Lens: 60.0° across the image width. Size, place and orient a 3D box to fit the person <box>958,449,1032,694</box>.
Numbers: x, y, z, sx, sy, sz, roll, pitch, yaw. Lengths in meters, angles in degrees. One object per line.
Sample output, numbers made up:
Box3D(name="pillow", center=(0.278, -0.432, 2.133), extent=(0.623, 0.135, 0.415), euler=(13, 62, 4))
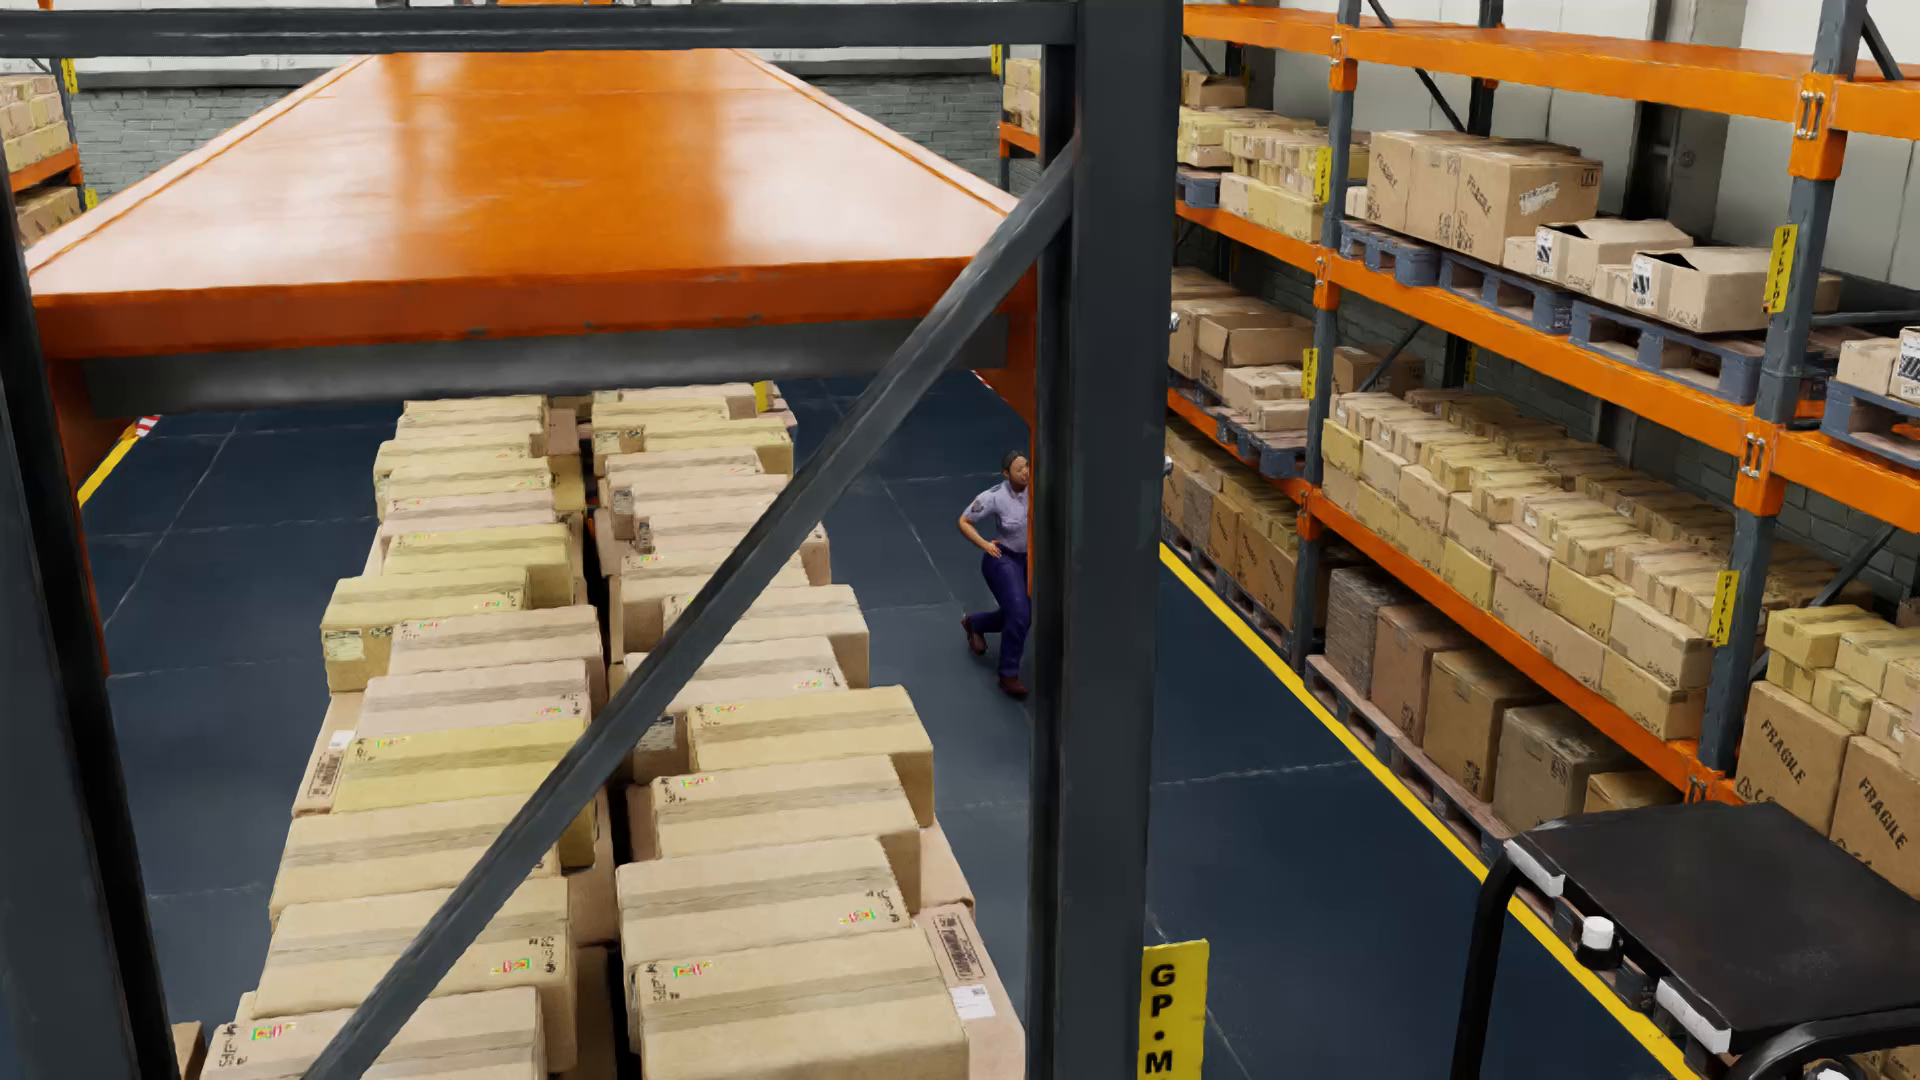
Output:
Box3D(name="person", center=(0.332, 0.142, 10.903), extent=(0.705, 1.488, 0.888), euler=(-18, 27, -41))
